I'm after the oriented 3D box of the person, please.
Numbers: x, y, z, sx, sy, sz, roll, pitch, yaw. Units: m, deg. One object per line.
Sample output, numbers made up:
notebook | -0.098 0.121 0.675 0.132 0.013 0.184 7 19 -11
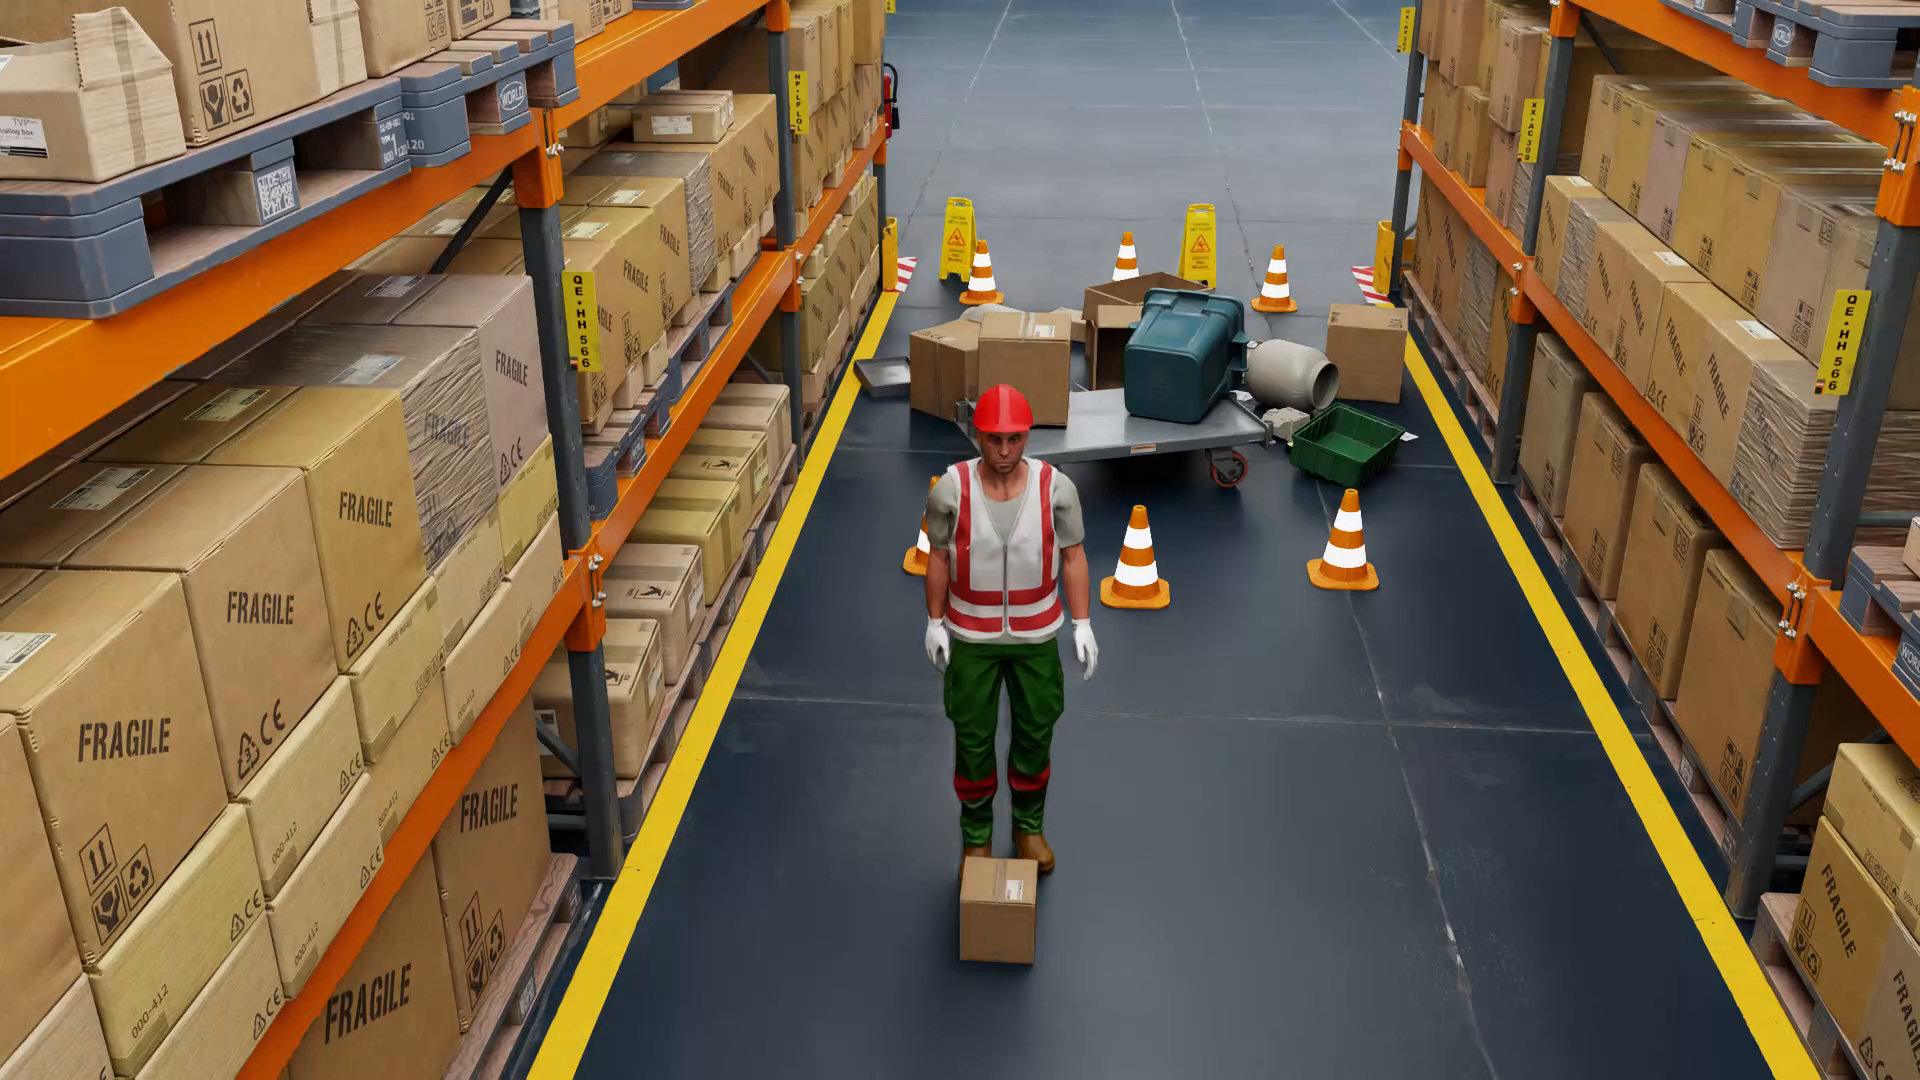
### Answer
person | 0.178 0.349 5.765 0.599 1.814 0.429 -1 24 -3
